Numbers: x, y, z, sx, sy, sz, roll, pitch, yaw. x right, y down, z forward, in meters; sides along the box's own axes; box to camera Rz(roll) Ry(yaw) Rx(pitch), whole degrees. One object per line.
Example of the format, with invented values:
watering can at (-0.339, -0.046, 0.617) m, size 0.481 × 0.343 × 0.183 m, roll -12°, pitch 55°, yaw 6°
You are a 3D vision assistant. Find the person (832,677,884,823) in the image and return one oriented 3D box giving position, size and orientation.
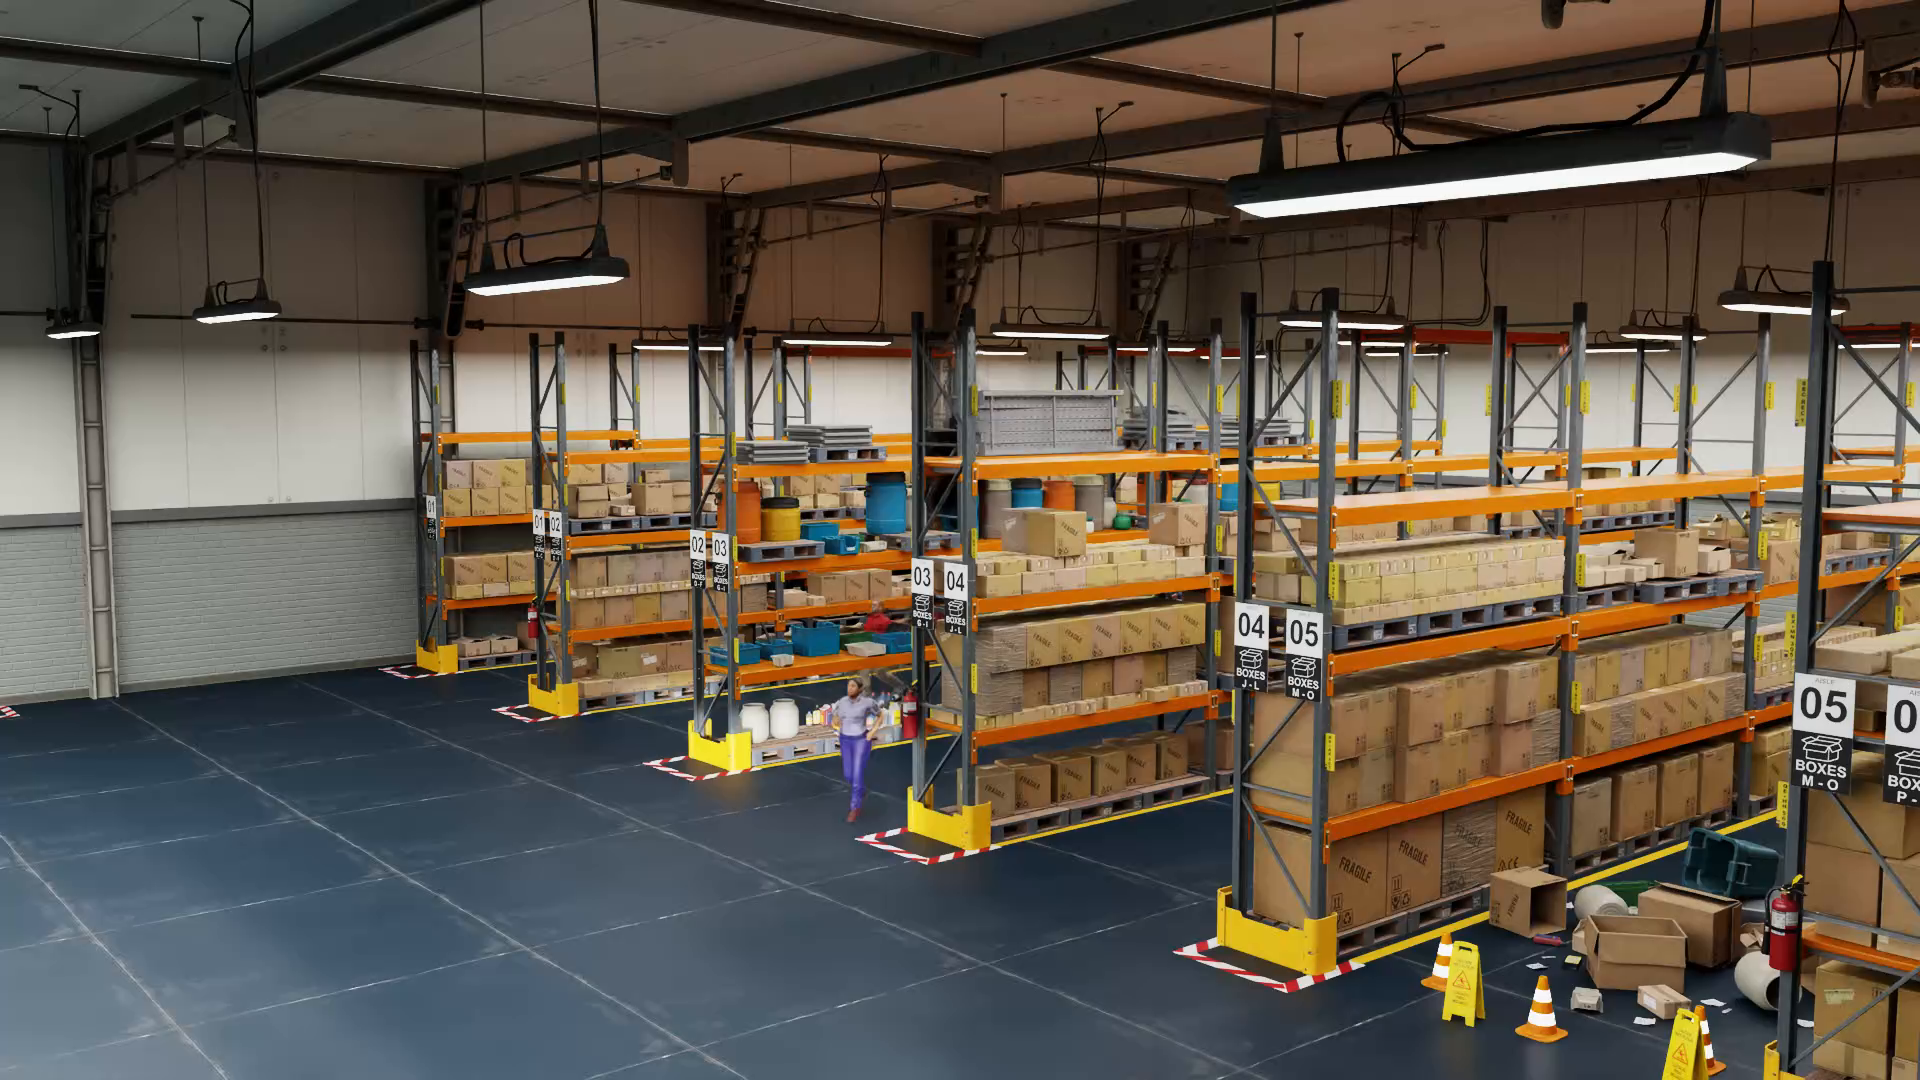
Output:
person at (-1.267, 2.498, 20.053) m, size 0.609 × 1.688 × 0.784 m, roll 3°, pitch 6°, yaw 28°

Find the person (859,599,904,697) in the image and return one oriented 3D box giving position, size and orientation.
person at (-1.353, 1.804, 27.023) m, size 0.944 × 1.699 × 0.673 m, roll -5°, pitch 7°, yaw -43°
